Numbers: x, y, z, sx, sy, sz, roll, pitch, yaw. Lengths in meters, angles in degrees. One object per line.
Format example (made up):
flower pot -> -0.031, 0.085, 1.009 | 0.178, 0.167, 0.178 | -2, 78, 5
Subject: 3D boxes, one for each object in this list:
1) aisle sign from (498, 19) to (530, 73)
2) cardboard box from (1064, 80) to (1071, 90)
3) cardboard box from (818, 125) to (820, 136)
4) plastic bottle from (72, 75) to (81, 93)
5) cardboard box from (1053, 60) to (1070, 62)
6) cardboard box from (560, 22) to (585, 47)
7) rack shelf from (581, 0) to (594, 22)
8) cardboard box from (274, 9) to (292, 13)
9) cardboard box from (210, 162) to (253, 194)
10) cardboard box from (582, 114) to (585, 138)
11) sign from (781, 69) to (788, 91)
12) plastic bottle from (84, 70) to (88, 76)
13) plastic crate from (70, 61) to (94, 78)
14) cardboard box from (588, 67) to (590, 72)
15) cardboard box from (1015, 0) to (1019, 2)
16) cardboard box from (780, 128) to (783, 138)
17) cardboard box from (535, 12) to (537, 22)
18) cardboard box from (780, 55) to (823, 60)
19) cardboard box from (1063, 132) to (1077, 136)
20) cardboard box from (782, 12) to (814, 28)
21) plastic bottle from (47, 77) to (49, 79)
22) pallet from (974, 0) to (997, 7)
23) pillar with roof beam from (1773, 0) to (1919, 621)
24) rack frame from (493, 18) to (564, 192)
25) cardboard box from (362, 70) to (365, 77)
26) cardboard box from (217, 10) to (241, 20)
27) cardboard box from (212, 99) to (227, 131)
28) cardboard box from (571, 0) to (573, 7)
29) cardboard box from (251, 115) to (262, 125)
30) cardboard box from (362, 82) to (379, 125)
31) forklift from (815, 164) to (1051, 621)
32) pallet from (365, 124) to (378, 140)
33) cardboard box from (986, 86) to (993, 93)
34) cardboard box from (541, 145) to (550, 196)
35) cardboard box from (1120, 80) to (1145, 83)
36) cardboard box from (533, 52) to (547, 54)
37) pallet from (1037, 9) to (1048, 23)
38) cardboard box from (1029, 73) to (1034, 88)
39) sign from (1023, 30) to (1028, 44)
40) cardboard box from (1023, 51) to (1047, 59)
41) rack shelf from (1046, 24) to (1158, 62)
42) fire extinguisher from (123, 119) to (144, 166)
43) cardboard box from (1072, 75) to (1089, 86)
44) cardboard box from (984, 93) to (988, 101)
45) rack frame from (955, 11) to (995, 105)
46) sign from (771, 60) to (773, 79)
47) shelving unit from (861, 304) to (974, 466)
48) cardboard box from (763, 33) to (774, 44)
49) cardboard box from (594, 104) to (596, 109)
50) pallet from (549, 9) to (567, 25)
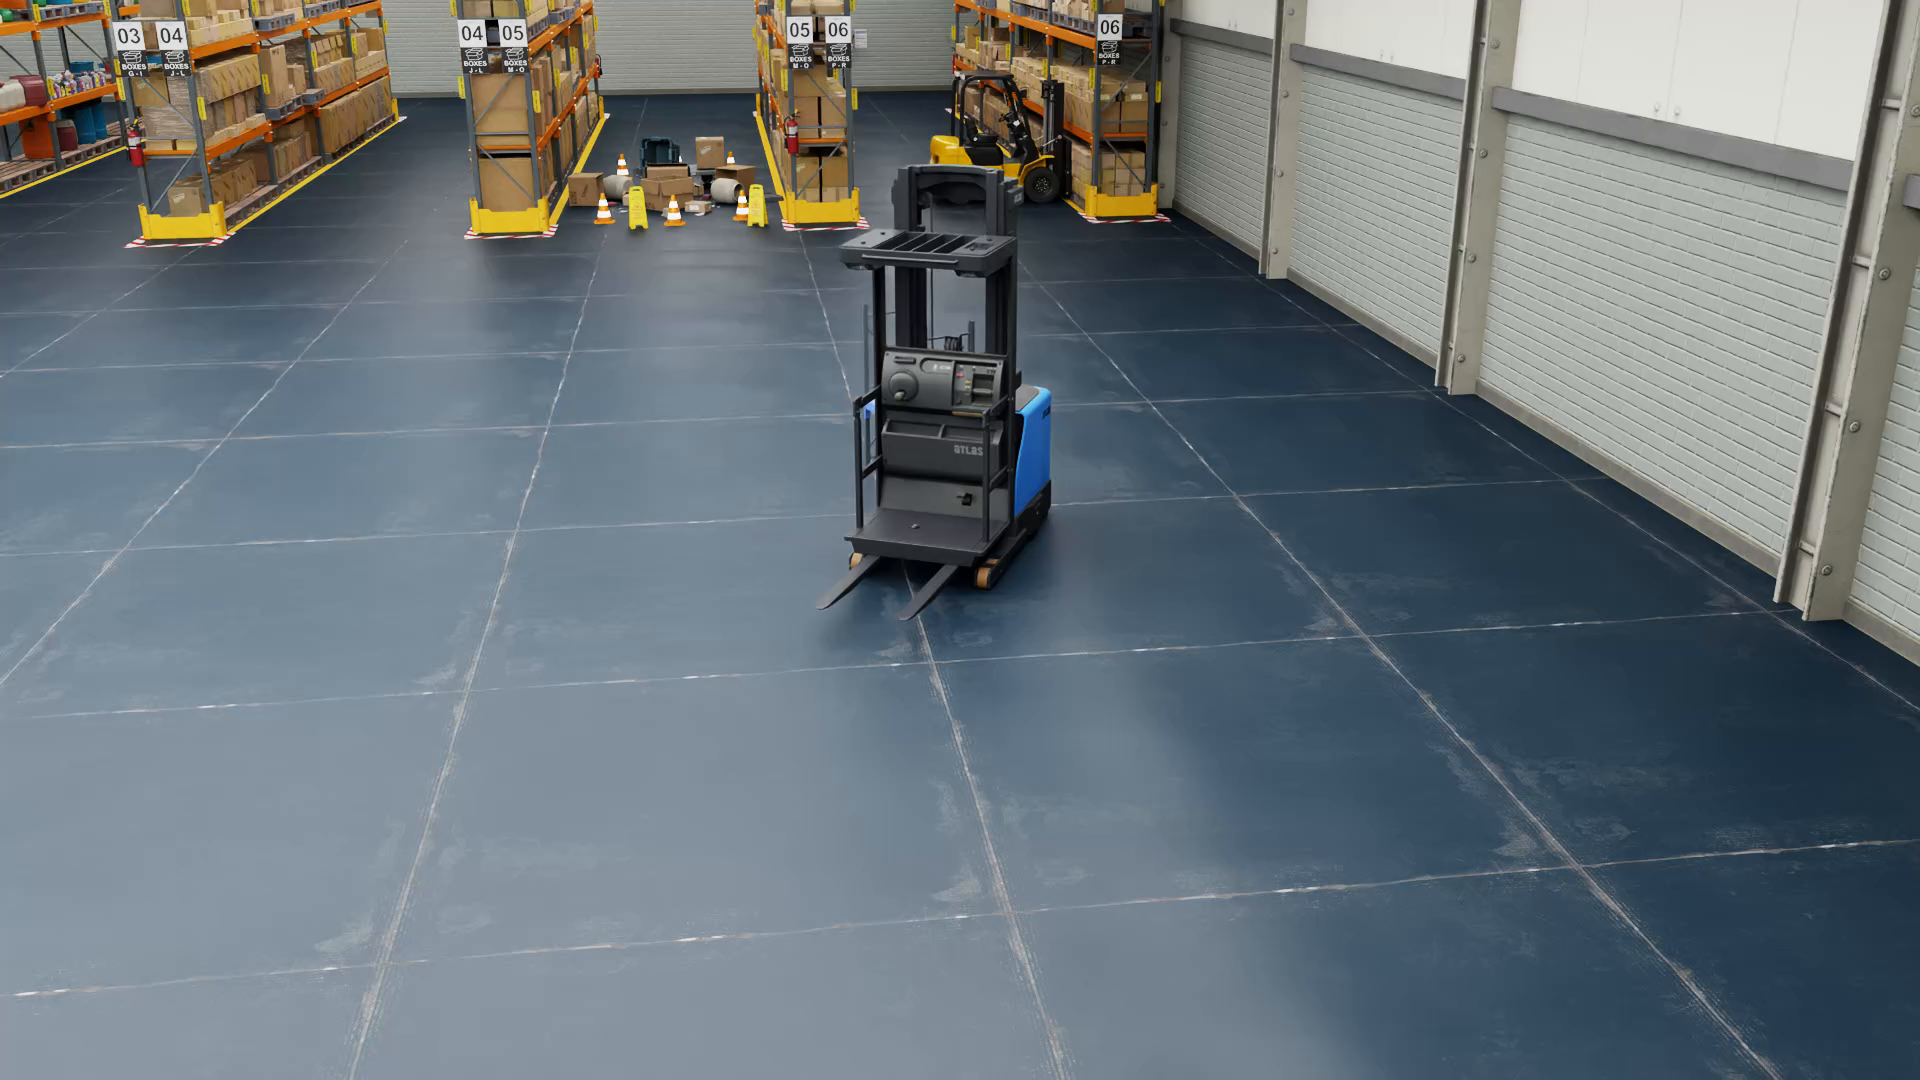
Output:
aisle sign -> -6.803, -7.529, 25.371 | 0.394, 0.787, 0.004 | -3, 21, -8
cardboard box -> 2.050, -8.024, 29.342 | 0.380, 0.149, 0.250 | -4, 21, -9
cardboard box -> -2.121, -6.702, 27.232 | 0.380, 0.149, 0.250 | -3, 21, -7
plastic bottle -> -18.049, -9.304, 33.910 | 0.144, 0.351, 0.185 | -3, 21, -8
cardboard box -> 2.009, -9.616, 33.604 | 0.380, 0.149, 0.250 | -3, 21, -9
cardboard box -> -8.664, -11.298, 37.182 | 0.500, 0.500, 0.500 | -2, 21, -6
rack shelf -> -9.128, -12.236, 38.430 | 1.077, 0.370, 4.000 | -3, 21, -8
cardboard box -> -12.720, -9.713, 30.861 | 0.500, 0.250, 0.500 | -2, 21, -6
cardboard box -> -12.501, -6.177, 28.441 | 0.500, 0.500, 0.500 | 4, 21, 9
cardboard box -> -8.340, -8.902, 35.735 | 0.500, 0.500, 0.500 | -3, 21, -9
sign -> -2.778, -7.274, 26.299 | 0.100, 0.325, 0.005 | -3, 21, -8
plastic bottle -> -18.350, -9.678, 34.911 | 0.144, 0.351, 0.185 | -3, 21, -8
plastic crate -> -19.068, -10.175, 36.109 | 0.392, 0.384, 0.575 | -3, 21, -8
cardboard box -> -8.795, -10.925, 38.540 | 0.380, 0.149, 0.250 | -2, 21, -5
cardboard box -> 1.395, -11.059, 33.365 | 0.500, 0.500, 0.500 | -3, 21, -7
cardboard box -> -3.026, -7.289, 29.777 | 0.380, 0.149, 0.250 | -3, 21, -7
cardboard box -> -7.024, -8.423, 26.810 | 0.380, 0.149, 0.250 | -3, 21, -8
cardboard box -> -2.691, -7.952, 28.223 | 0.700, 0.500, 0.500 | -3, 21, -8
cardboard box -> 1.932, -7.258, 30.261 | 0.500, 0.250, 0.500 | -3, 21, -8
cardboard box -> -2.625, -8.418, 26.969 | 0.500, 0.250, 0.500 | -3, 21, -8
plastic bottle -> -18.807, -9.372, 34.198 | 0.152, 0.276, 0.135 | -3, 21, -8
pallet -> 0.980, -12.099, 37.305 | 1.213, 0.211, 1.003 | -3, 21, -8
pillar with roof beam -> 1.811, -3.504, 9.737 | 9.100, 9.000, 0.400 | -3, 21, -8
rack frame -> -7.686, -7.705, 29.559 | 1.000, 3.000, 0.127 | -3, 21, -8
cardboard box -> -13.552, -10.444, 37.250 | 0.380, 0.149, 0.250 | -2, 21, -6
cardboard box -> -12.207, -8.734, 27.671 | 0.380, 0.149, 0.250 | -4, 21, -10
cardboard box -> -12.305, -6.825, 26.636 | 0.875, 0.500, 0.500 | -3, 21, -8
cardboard box -> -8.238, -11.099, 34.215 | 0.500, 0.500, 0.500 | -3, 21, -8
cardboard box -> -12.261, -7.226, 28.634 | 0.380, 0.149, 0.250 | -3, 21, -8
cardboard box -> -13.908, -10.005, 38.154 | 0.875, 0.875, 0.875 | -3, 21, -8
forklift -> -0.197, -1.166, 12.149 | 1.130, 2.935, 3.031 | 7, 21, 17
pallet -> -13.795, -9.221, 37.602 | 1.003, 0.211, 1.213 | -3, 21, -8
cardboard box -> 0.804, -10.346, 38.249 | 0.380, 0.149, 0.250 | -3, 21, -9
cardboard box -> -7.531, -6.373, 28.430 | 0.875, 0.875, 0.875 | -3, 21, -7
cardboard box -> 2.872, -7.569, 27.699 | 0.380, 0.149, 0.250 | -2, 21, -6
cardboard box -> -7.913, -8.745, 30.771 | 0.700, 0.500, 0.500 | -3, 21, -7
pallet -> 1.969, -9.862, 31.319 | 0.805, 0.209, 1.217 | -4, 21, -10
cardboard box -> 1.636, -8.918, 32.305 | 0.500, 0.250, 0.500 | -3, 21, -7
sign -> 1.504, -11.583, 38.287 | 0.100, 0.325, 0.005 | -3, 21, -8
cardboard box -> 1.612, -10.056, 35.110 | 0.500, 0.500, 0.500 | -2, 21, -5
rack shelf -> 2.397, -8.617, 28.742 | 1.077, 0.370, 4.000 | -3, 21, -8
fire extinguisher -> -12.472, -6.006, 25.120 | 0.296, 0.674, 0.183 | -3, 21, -8
cardboard box -> 2.142, -7.897, 28.577 | 0.380, 0.149, 0.250 | -3, 21, -7
cardboard box -> 0.744, -10.203, 38.293 | 0.380, 0.149, 0.250 | -2, 21, -5
rack frame -> 0.379, -12.396, 42.119 | 1.000, 3.000, 0.127 | -3, 21, -8
sign -> -3.351, -8.503, 30.040 | 0.100, 0.325, 0.005 | -3, 21, -8
shelving unit -> -0.367, -1.229, 14.363 | 0.538, 1.500, 1.048 | -12, 24, -29
cardboard box -> -4.006, -10.760, 36.165 | 0.500, 0.500, 0.500 | -3, 21, -9
cardboard box -> -8.894, -10.334, 39.646 | 0.380, 0.149, 0.250 | -3, 21, -7
pallet -> -7.954, -9.800, 31.149 | 1.003, 0.211, 1.213 | -2, 21, -5
